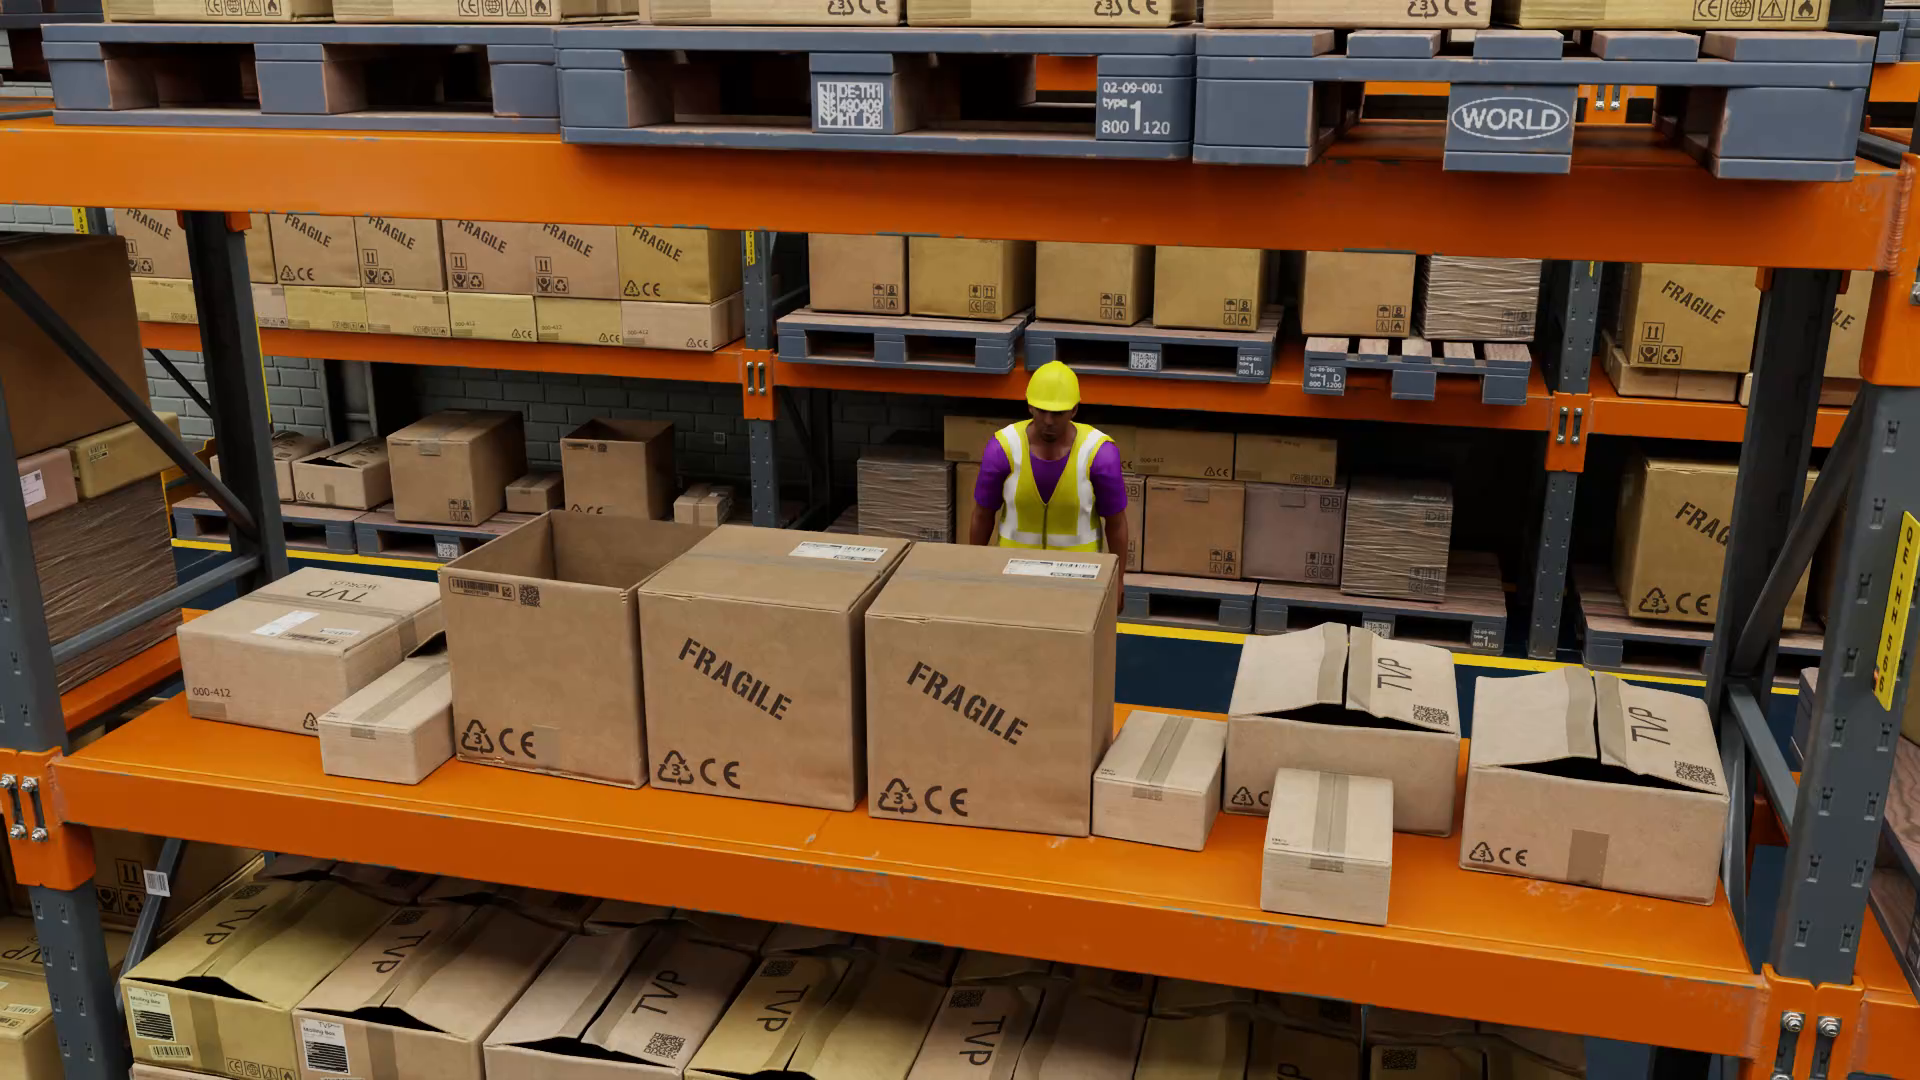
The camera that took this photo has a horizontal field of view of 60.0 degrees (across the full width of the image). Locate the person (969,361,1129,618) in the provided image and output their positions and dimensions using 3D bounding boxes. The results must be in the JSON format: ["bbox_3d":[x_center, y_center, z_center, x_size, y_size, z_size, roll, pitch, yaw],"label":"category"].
[{"bbox_3d":[0.340,0.149,6.573,0.634,1.760,0.458,3,18,10],"label":"person"}]
